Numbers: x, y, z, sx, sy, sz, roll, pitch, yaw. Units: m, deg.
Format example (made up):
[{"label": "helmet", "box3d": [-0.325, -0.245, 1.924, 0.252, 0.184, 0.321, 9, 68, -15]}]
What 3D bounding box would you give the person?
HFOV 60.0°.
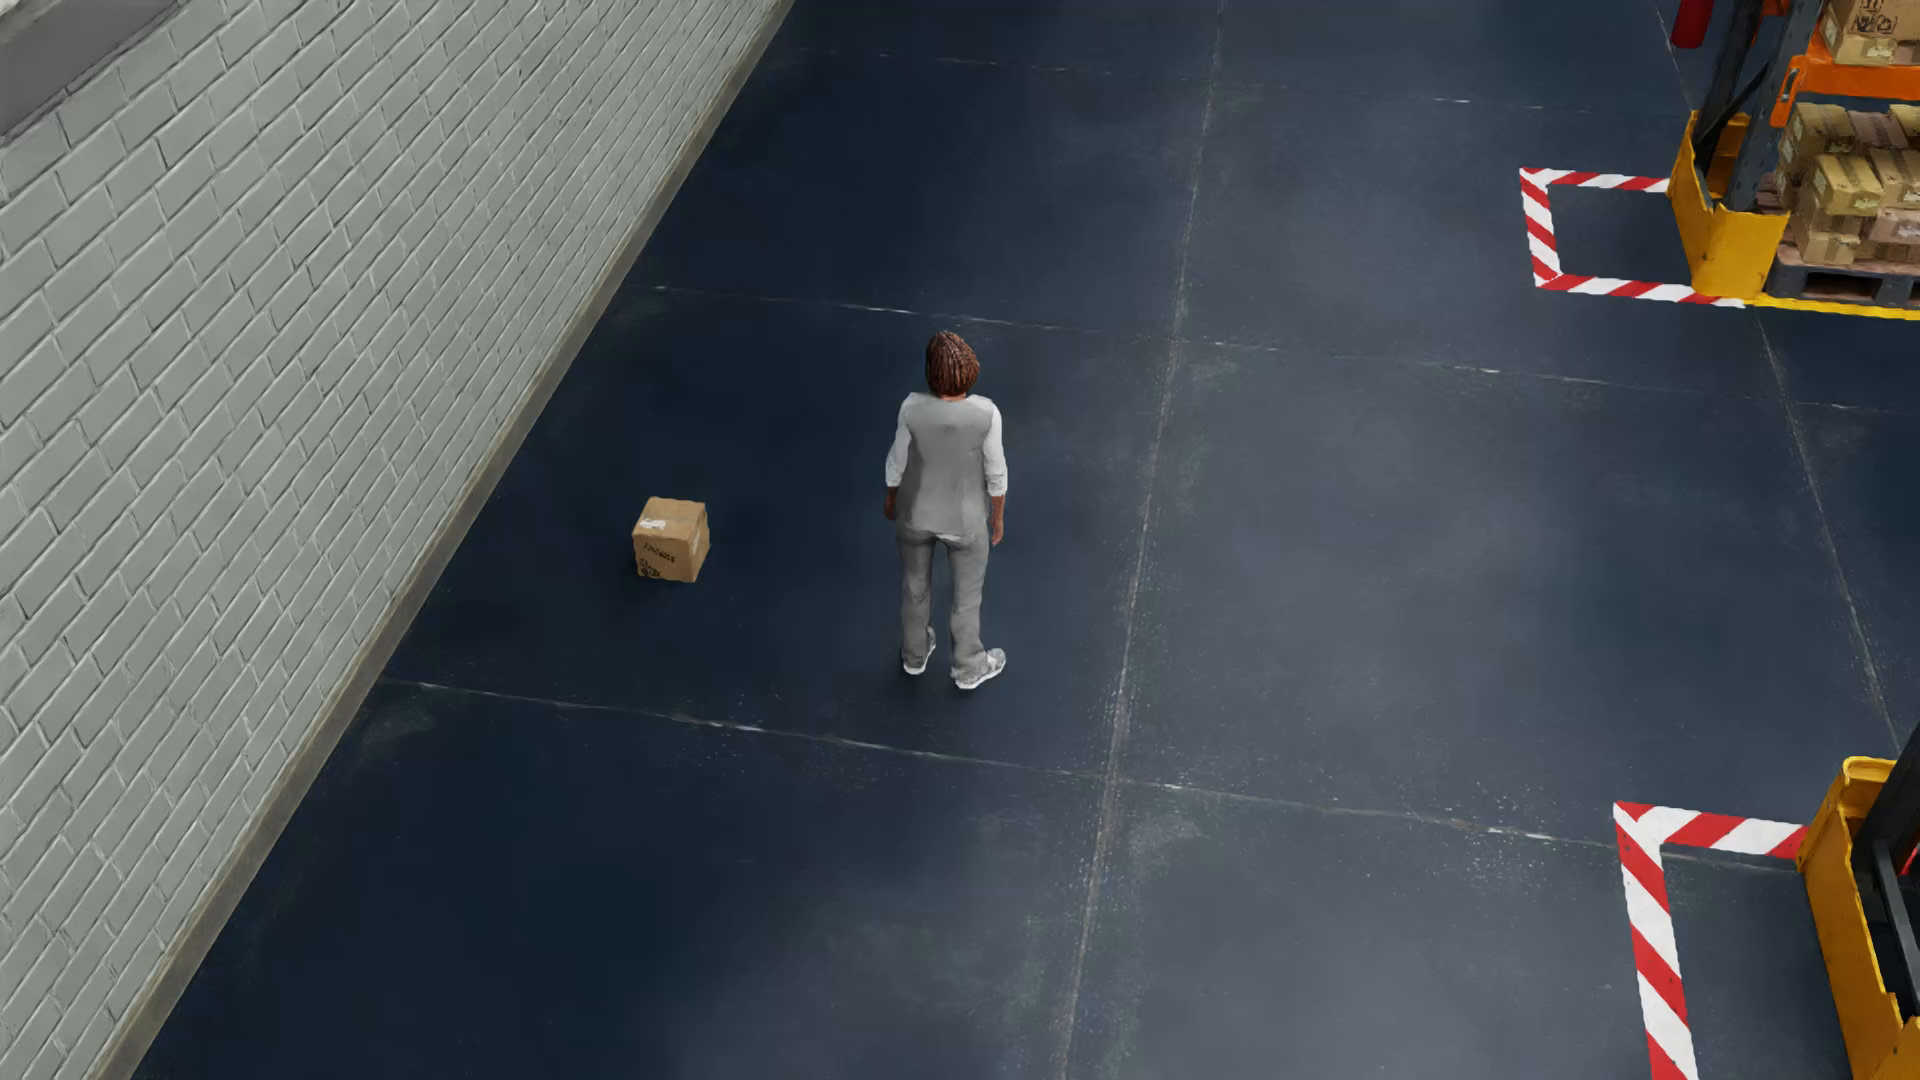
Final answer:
[{"label": "person", "box3d": [-0.062, -0.339, 6.008, 0.478, 0.937, 0.319, 6, 41, 6]}]
